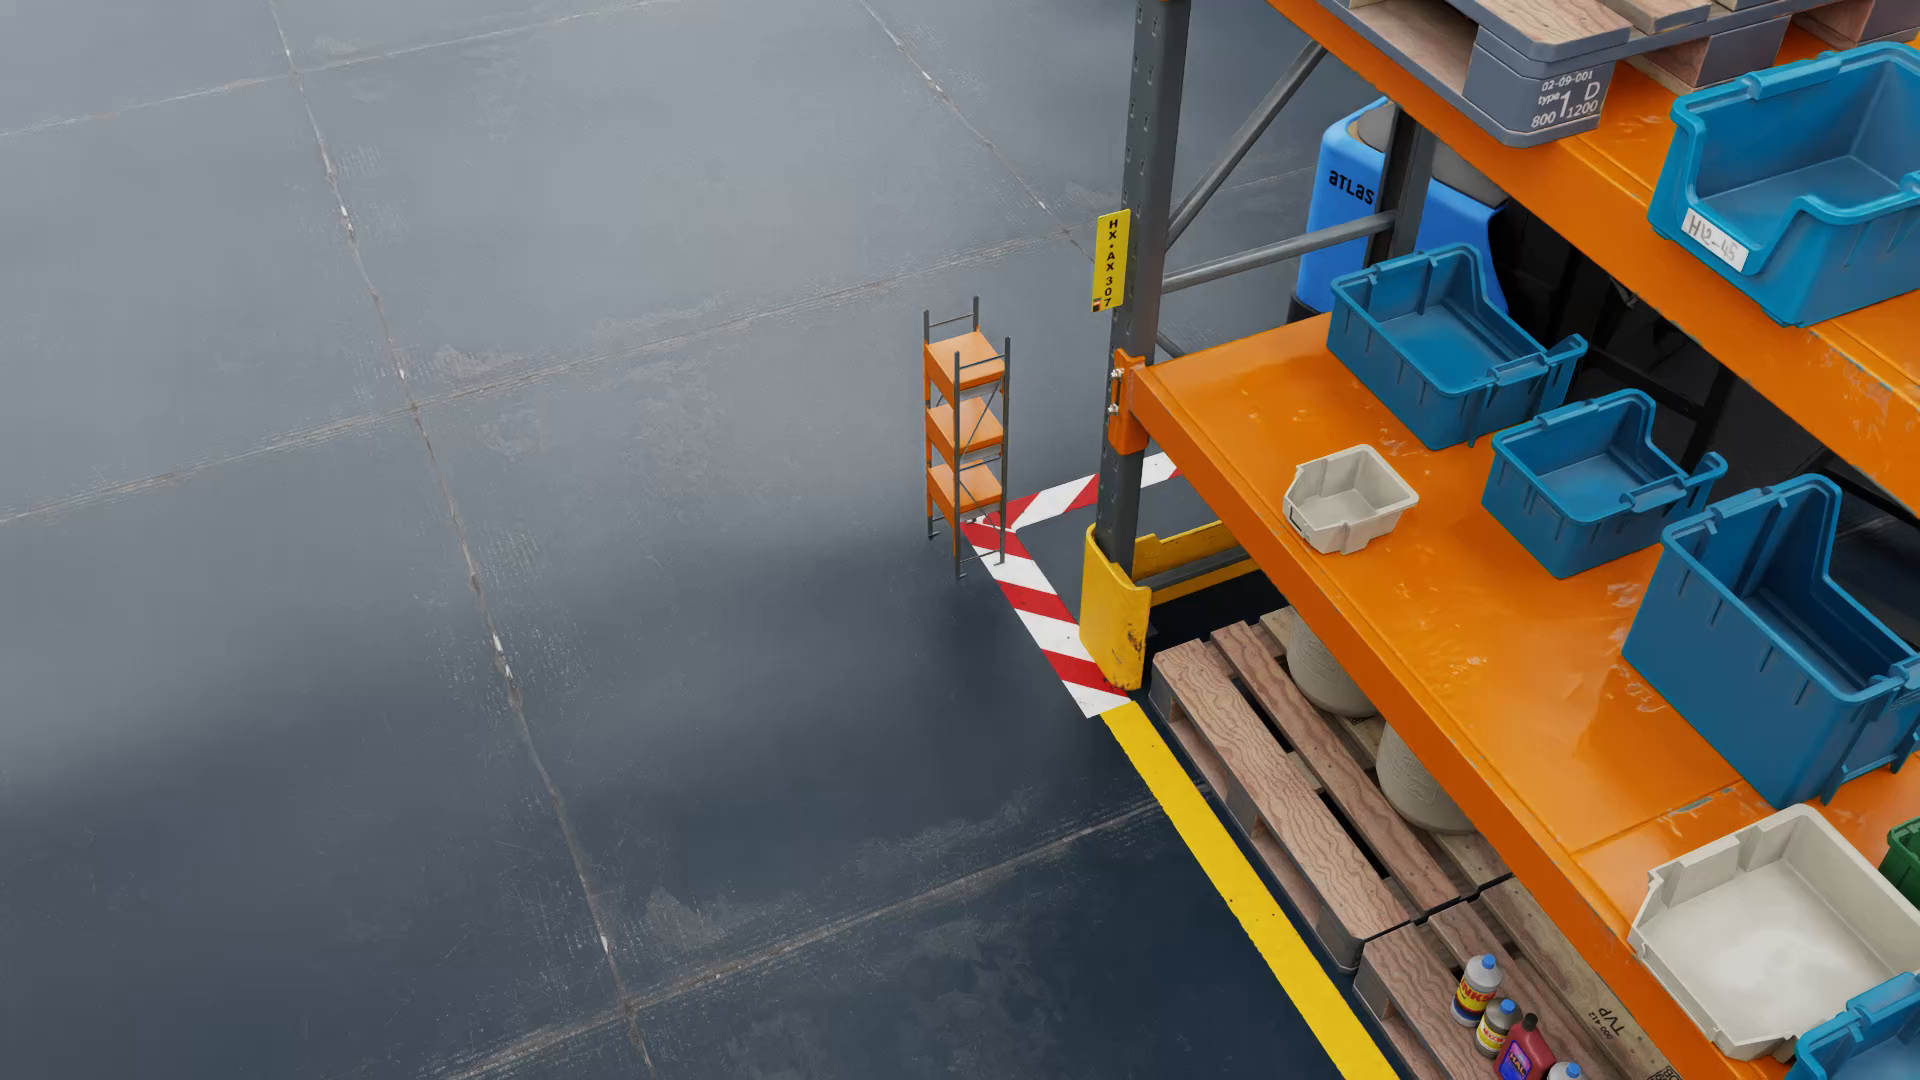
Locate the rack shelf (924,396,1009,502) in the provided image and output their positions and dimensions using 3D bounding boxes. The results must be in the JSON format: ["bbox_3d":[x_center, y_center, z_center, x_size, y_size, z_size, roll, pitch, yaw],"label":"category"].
[{"bbox_3d":[0.022,-0.332,5.854,0.215,0.259,0.240,-18,47,-17],"label":"rack shelf"}]

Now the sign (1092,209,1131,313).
[{"bbox_3d":[0.428,-0.789,4.717,0.100,0.325,0.005,-18,47,-17],"label":"sign"}]

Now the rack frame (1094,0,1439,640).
[{"bbox_3d":[0.929,-0.850,4.976,1.000,3.000,0.127,-18,47,-17],"label":"rack frame"}]

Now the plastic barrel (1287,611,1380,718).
[{"bbox_3d":[1.275,0.283,5.300,0.421,0.512,0.421,0,45,0],"label":"plastic barrel"}]

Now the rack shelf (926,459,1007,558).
[{"bbox_3d":[0.022,-0.134,6.049,0.215,0.259,0.240,-18,47,-17],"label":"rack shelf"}]

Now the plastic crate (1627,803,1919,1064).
[{"bbox_3d":[1.698,0.833,3.458,0.530,0.136,0.437,-18,47,-17],"label":"plastic crate"}]

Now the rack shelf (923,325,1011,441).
[{"bbox_3d":[0.022,-0.534,5.655,0.215,0.259,0.240,-18,47,-17],"label":"rack shelf"}]

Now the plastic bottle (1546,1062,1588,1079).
[{"bbox_3d":[1.553,1.430,4.294,0.097,0.271,0.097,0,45,0],"label":"plastic bottle"}]

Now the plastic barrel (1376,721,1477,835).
[{"bbox_3d":[1.486,0.602,4.977,0.421,0.512,0.421,0,45,0],"label":"plastic barrel"}]

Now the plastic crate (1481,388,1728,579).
[{"bbox_3d":[1.679,-0.151,4.374,0.499,0.251,0.408,-18,47,-17],"label":"plastic crate"}]

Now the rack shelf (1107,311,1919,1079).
[{"bbox_3d":[1.770,0.680,3.937,1.077,0.370,4.000,-18,47,-17],"label":"rack shelf"}]

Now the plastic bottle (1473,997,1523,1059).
[{"bbox_3d":[1.452,1.303,4.473,0.097,0.201,0.097,0,45,0],"label":"plastic bottle"}]

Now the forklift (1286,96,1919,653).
[{"bbox_3d":[2.716,-1.287,5.468,1.130,2.935,3.031,-32,53,-28],"label":"forklift"}]

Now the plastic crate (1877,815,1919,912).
[{"bbox_3d":[2.296,0.826,3.428,0.450,0.188,0.662,-18,47,-17],"label":"plastic crate"}]

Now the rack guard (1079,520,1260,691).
[{"bbox_3d":[1.003,0.074,5.819,1.175,0.500,0.348,-18,47,-17],"label":"rack guard"}]

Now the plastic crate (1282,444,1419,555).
[{"bbox_3d":[1.013,-0.091,4.394,0.298,0.136,0.250,-18,47,-17],"label":"plastic crate"}]

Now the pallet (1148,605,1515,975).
[{"bbox_3d":[1.340,0.696,5.394,1.003,0.211,1.213,-18,47,-17],"label":"pallet"}]

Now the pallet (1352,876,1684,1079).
[{"bbox_3d":[1.849,1.472,4.607,1.003,0.211,1.213,-18,47,-17],"label":"pallet"}]

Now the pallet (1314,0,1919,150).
[{"bbox_3d":[1.188,-1.295,3.425,1.003,0.211,1.213,-18,47,-17],"label":"pallet"}]

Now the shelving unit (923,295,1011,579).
[{"bbox_3d":[0.022,-0.340,5.847,0.215,1.050,0.252,-18,47,-17],"label":"shelving unit"}]

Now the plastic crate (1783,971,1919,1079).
[{"bbox_3d":[1.899,1.127,3.078,0.499,0.251,0.616,-18,47,-17],"label":"plastic crate"}]

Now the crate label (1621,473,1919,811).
[{"bbox_3d":[1.948,0.230,3.856,0.502,0.435,0.616,-18,47,-17],"label":"crate label"}]

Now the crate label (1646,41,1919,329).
[{"bbox_3d":[1.416,-0.575,2.667,0.502,0.251,0.408,-18,47,-17],"label":"crate label"}]

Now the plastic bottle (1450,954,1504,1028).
[{"bbox_3d":[1.408,1.212,4.516,0.097,0.271,0.097,0,45,0],"label":"plastic bottle"}]

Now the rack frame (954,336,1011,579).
[{"bbox_3d":[0.073,-0.262,5.768,0.200,1.050,0.008,-18,47,-17],"label":"rack frame"}]

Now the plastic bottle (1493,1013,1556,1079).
[{"bbox_3d":[1.487,1.357,4.360,0.061,0.283,0.133,-17,47,-17],"label":"plastic bottle"}]

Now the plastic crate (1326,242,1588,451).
[{"bbox_3d":[1.411,-0.567,4.795,0.499,0.251,0.616,-18,47,-17],"label":"plastic crate"}]

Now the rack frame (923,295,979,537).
[{"bbox_3d":[-0.029,-0.417,5.925,0.200,1.050,0.008,-18,47,-17],"label":"rack frame"}]
